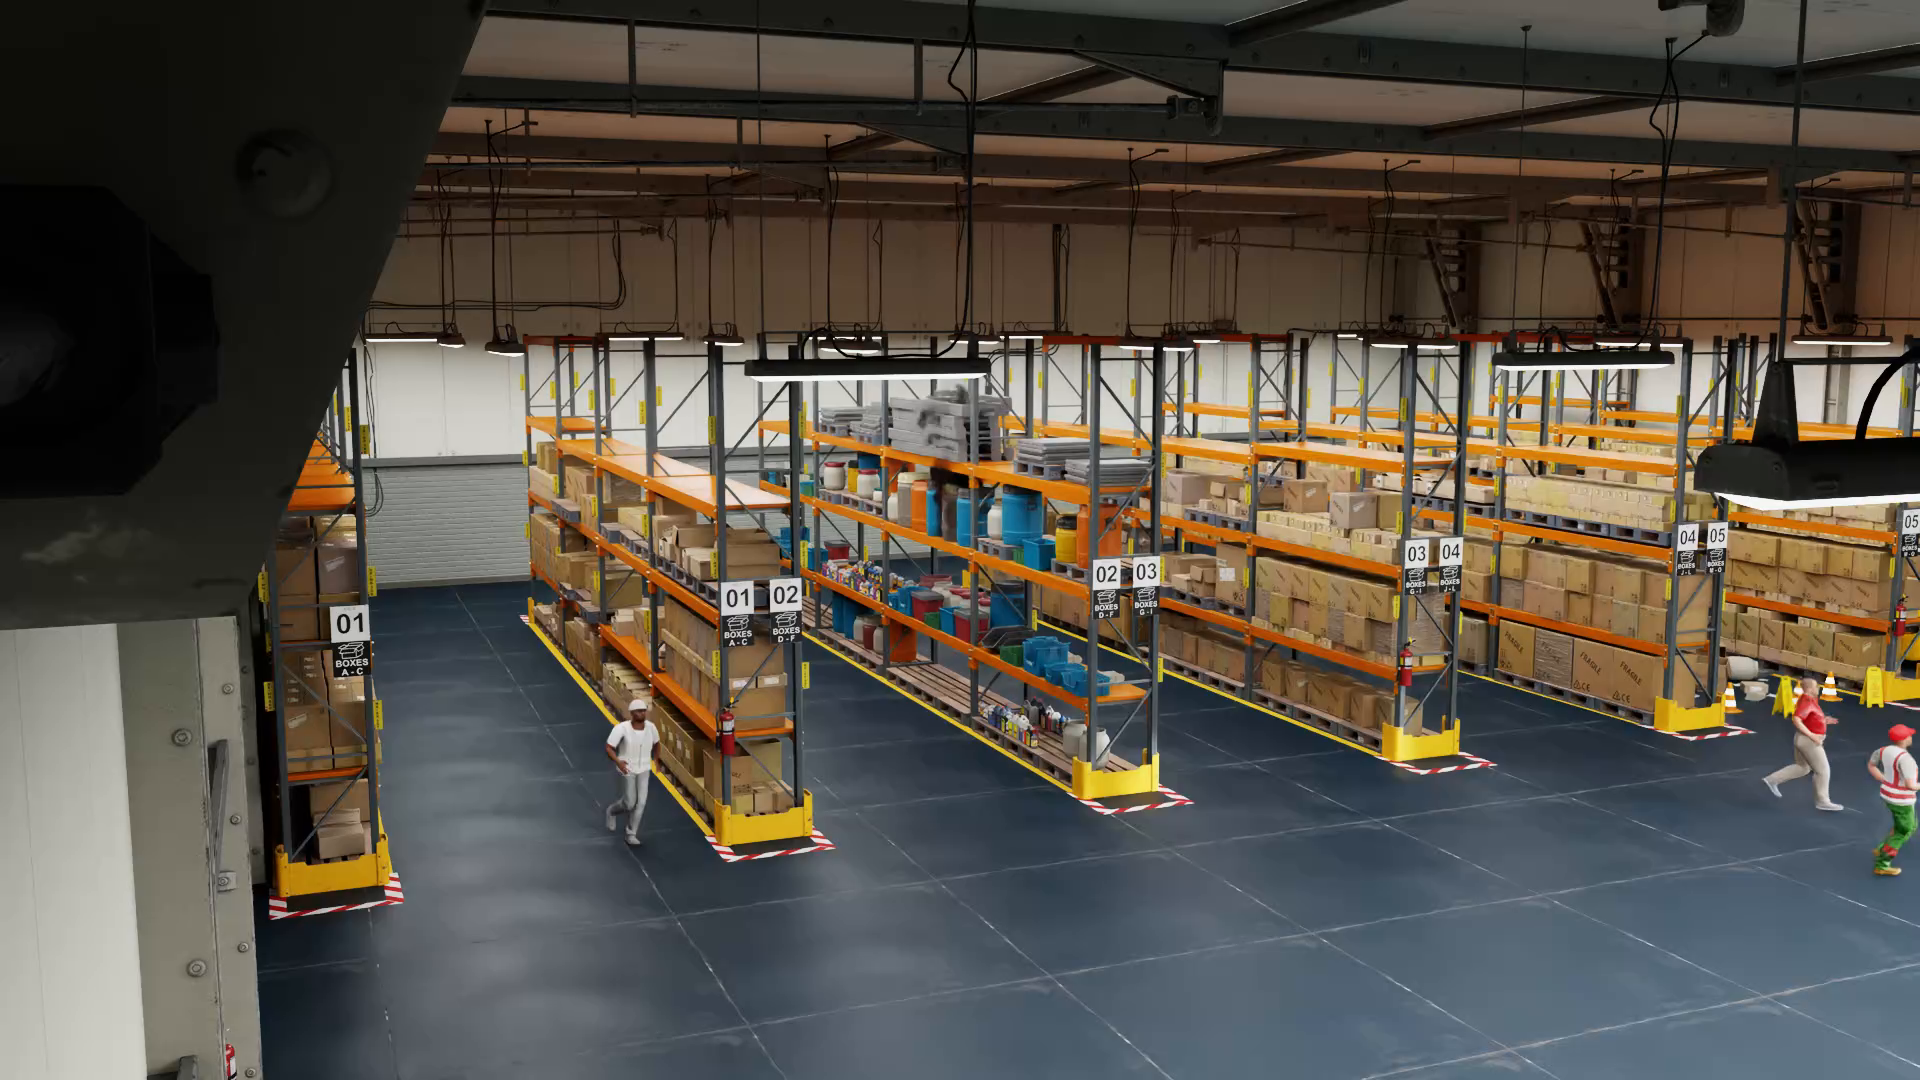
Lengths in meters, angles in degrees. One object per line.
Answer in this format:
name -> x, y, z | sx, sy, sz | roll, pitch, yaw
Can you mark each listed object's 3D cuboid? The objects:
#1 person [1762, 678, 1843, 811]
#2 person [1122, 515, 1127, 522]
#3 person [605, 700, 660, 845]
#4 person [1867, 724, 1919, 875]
person -> 10.953, 2.624, 21.513 | 0.943, 1.698, 0.673 | 2, 8, 17
person -> 3.796, 0.212, 39.725 | 0.608, 1.689, 0.811 | 1, 8, 9
person -> -3.952, 2.790, 20.267 | 0.727, 1.724, 0.693 | -6, 10, -37
person -> 10.727, 2.918, 18.893 | 0.601, 1.689, 0.641 | 0, 8, 4
